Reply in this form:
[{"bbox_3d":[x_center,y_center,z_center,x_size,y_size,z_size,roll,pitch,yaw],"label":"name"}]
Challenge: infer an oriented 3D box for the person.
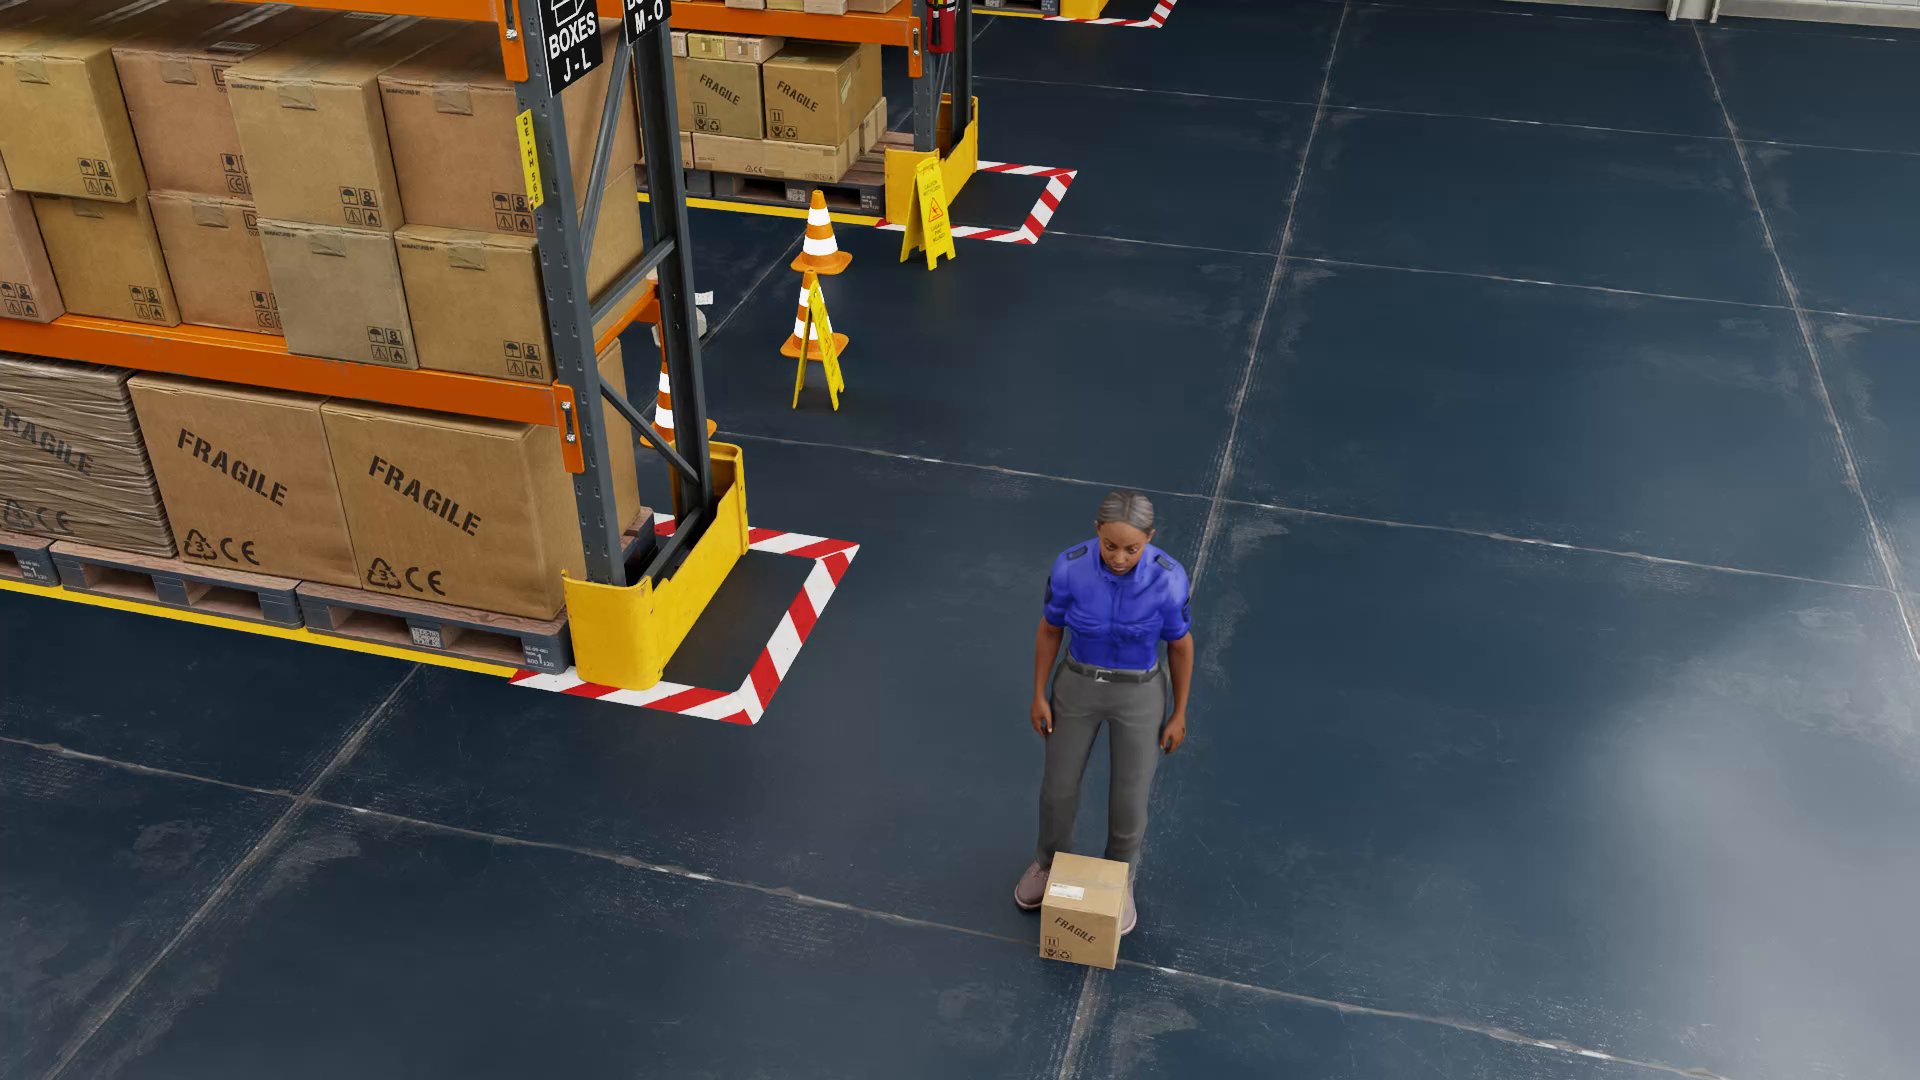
[{"bbox_3d":[0.463,0.533,5.322,0.529,1.656,0.395,7,34,10],"label":"person"}]
